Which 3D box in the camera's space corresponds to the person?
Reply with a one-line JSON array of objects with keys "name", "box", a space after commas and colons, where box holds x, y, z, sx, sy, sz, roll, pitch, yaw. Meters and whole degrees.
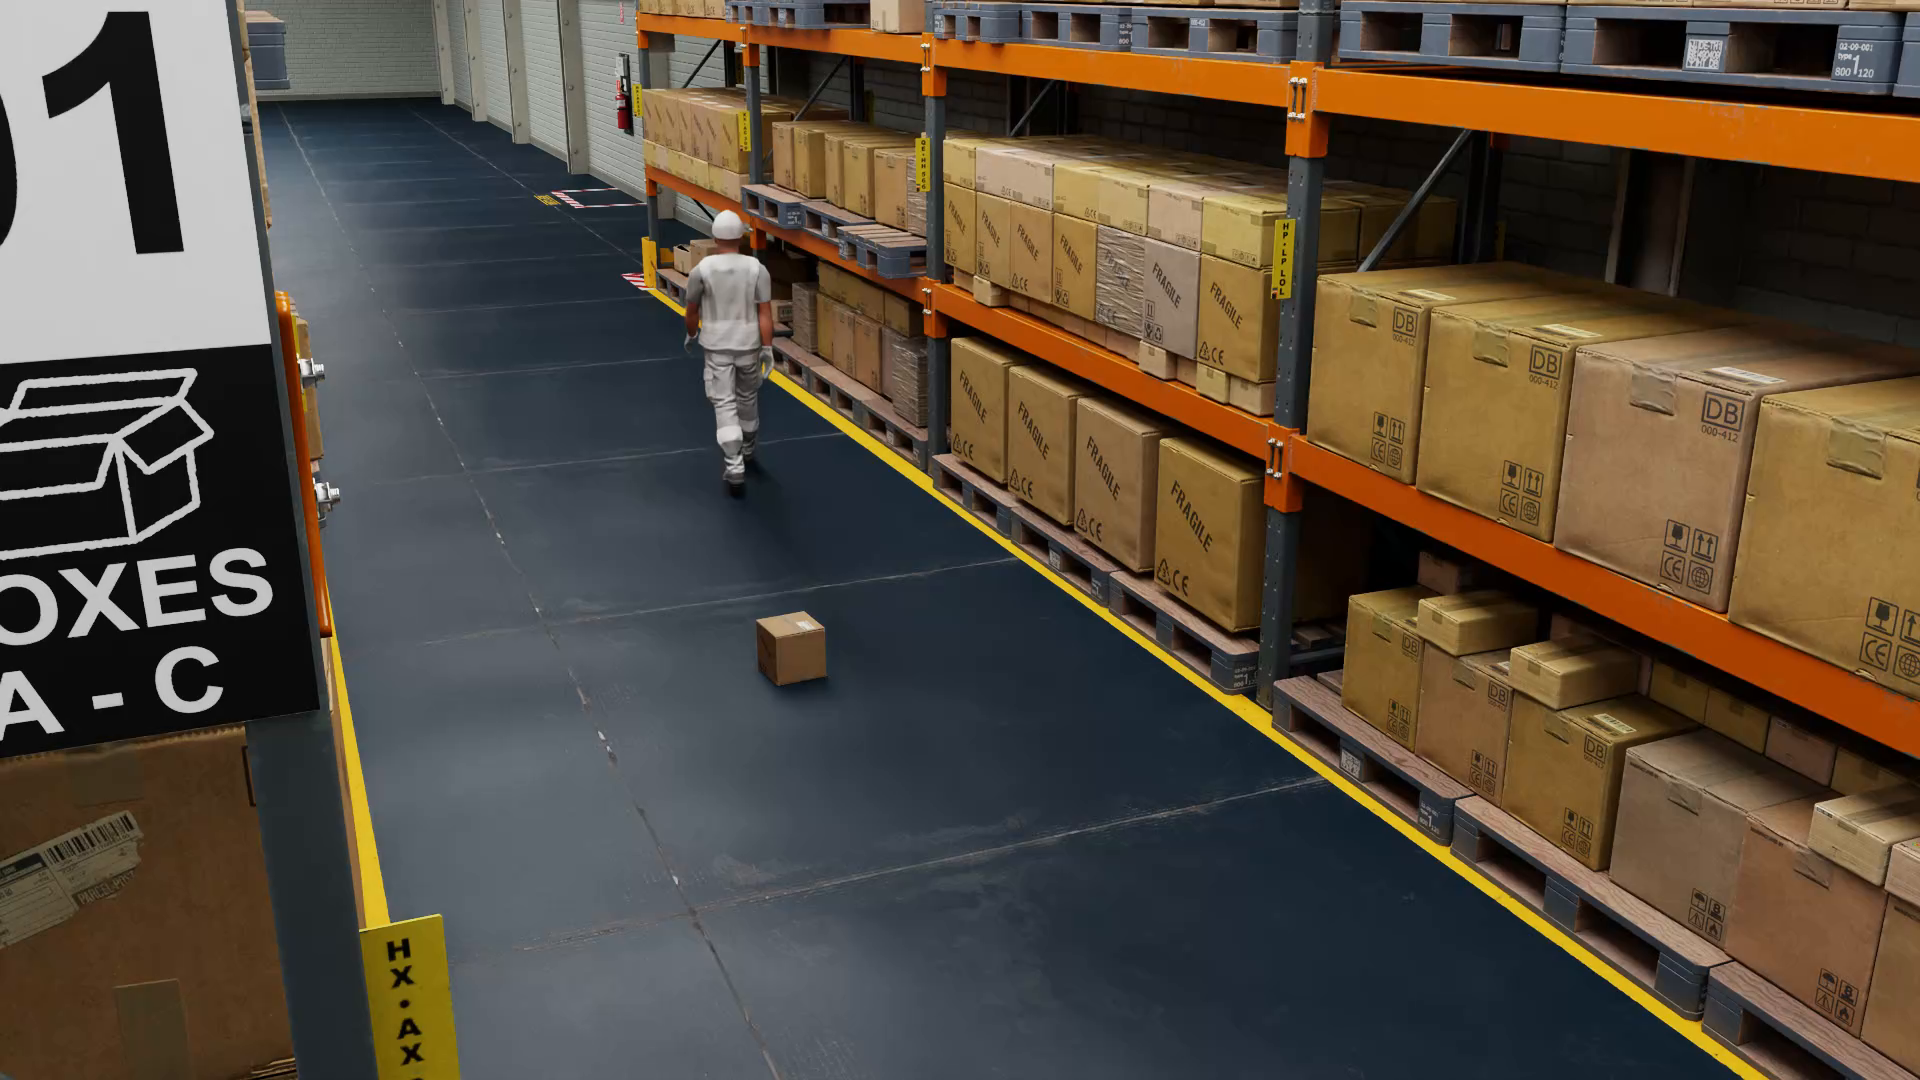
[{"name": "person", "box": [-1.508, -1.277, 10.816, 0.548, 1.743, 1.028, -5, 19, -14]}]
